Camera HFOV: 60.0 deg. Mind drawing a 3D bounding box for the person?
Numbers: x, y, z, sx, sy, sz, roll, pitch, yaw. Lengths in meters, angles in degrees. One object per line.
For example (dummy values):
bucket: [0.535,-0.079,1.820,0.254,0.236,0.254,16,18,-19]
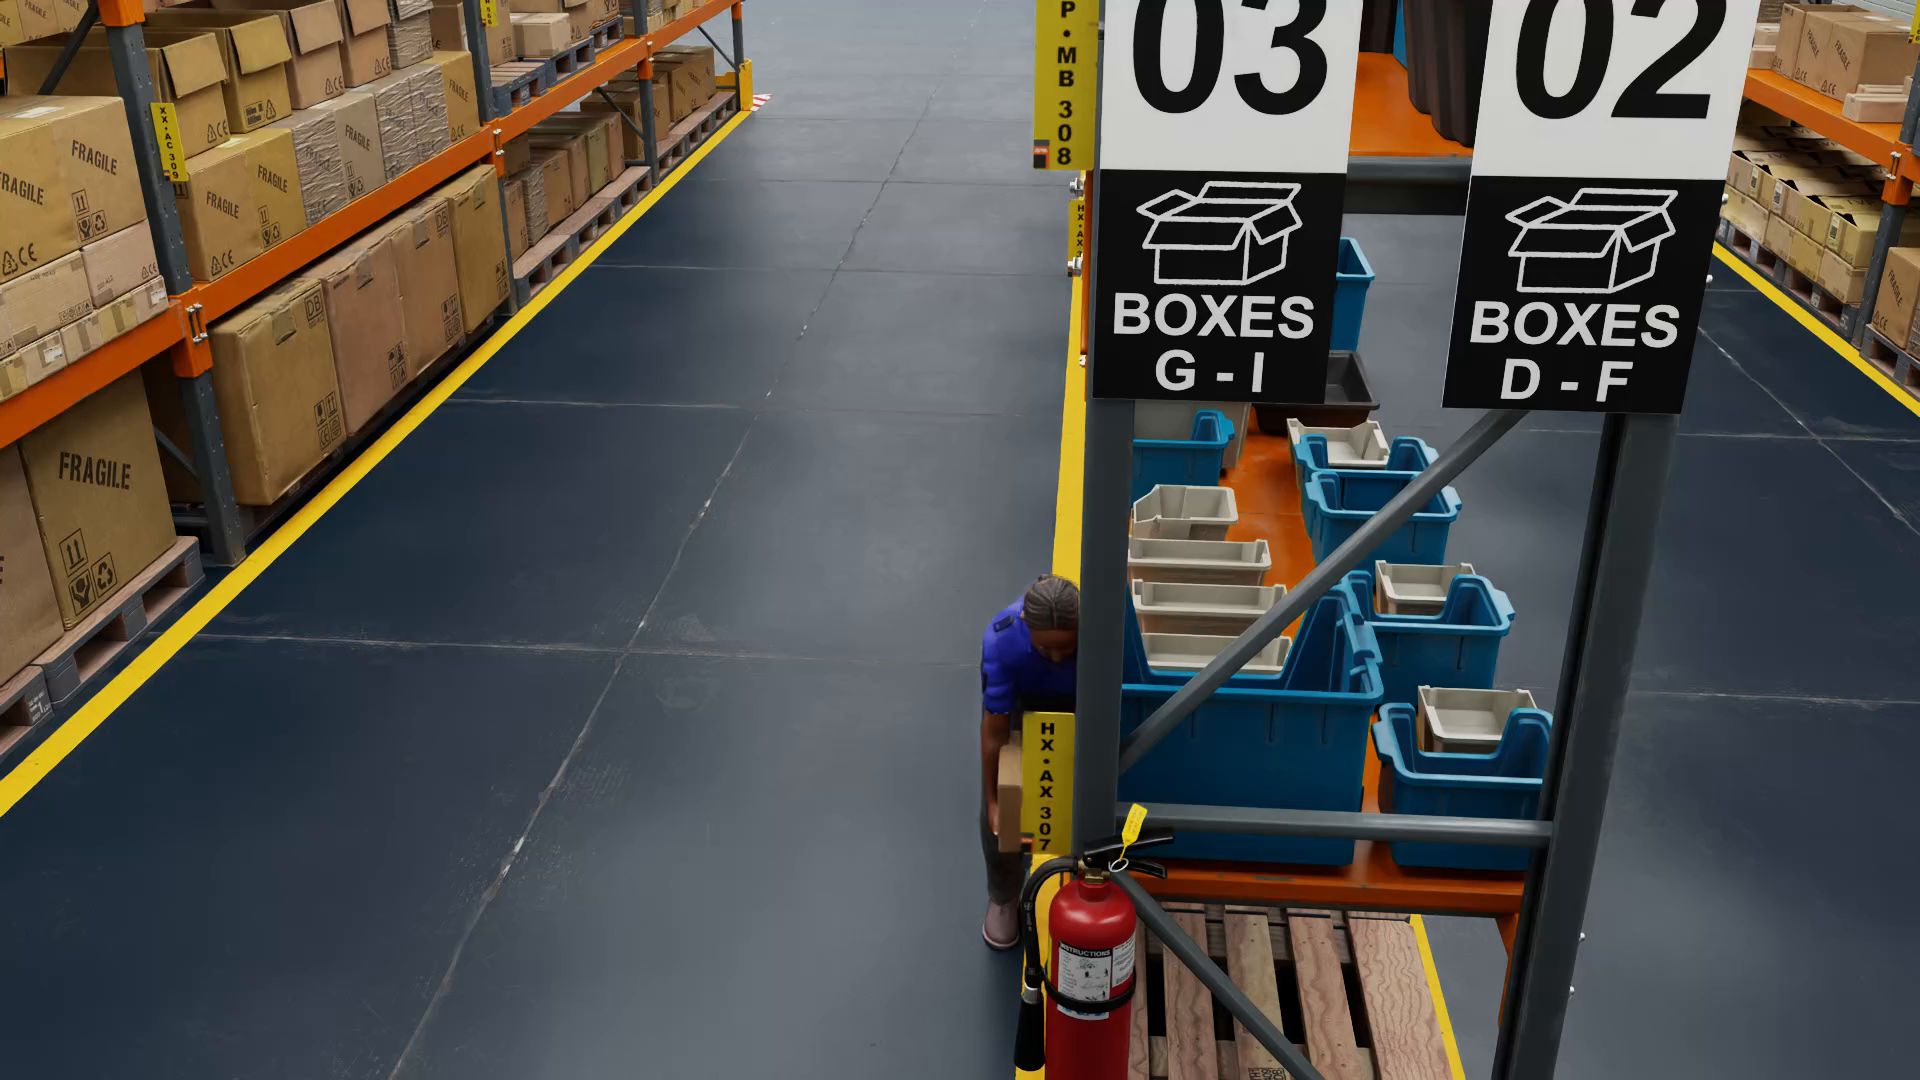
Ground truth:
person: [0.256,0.657,4.948,0.408,1.444,0.710,1,25,3]
